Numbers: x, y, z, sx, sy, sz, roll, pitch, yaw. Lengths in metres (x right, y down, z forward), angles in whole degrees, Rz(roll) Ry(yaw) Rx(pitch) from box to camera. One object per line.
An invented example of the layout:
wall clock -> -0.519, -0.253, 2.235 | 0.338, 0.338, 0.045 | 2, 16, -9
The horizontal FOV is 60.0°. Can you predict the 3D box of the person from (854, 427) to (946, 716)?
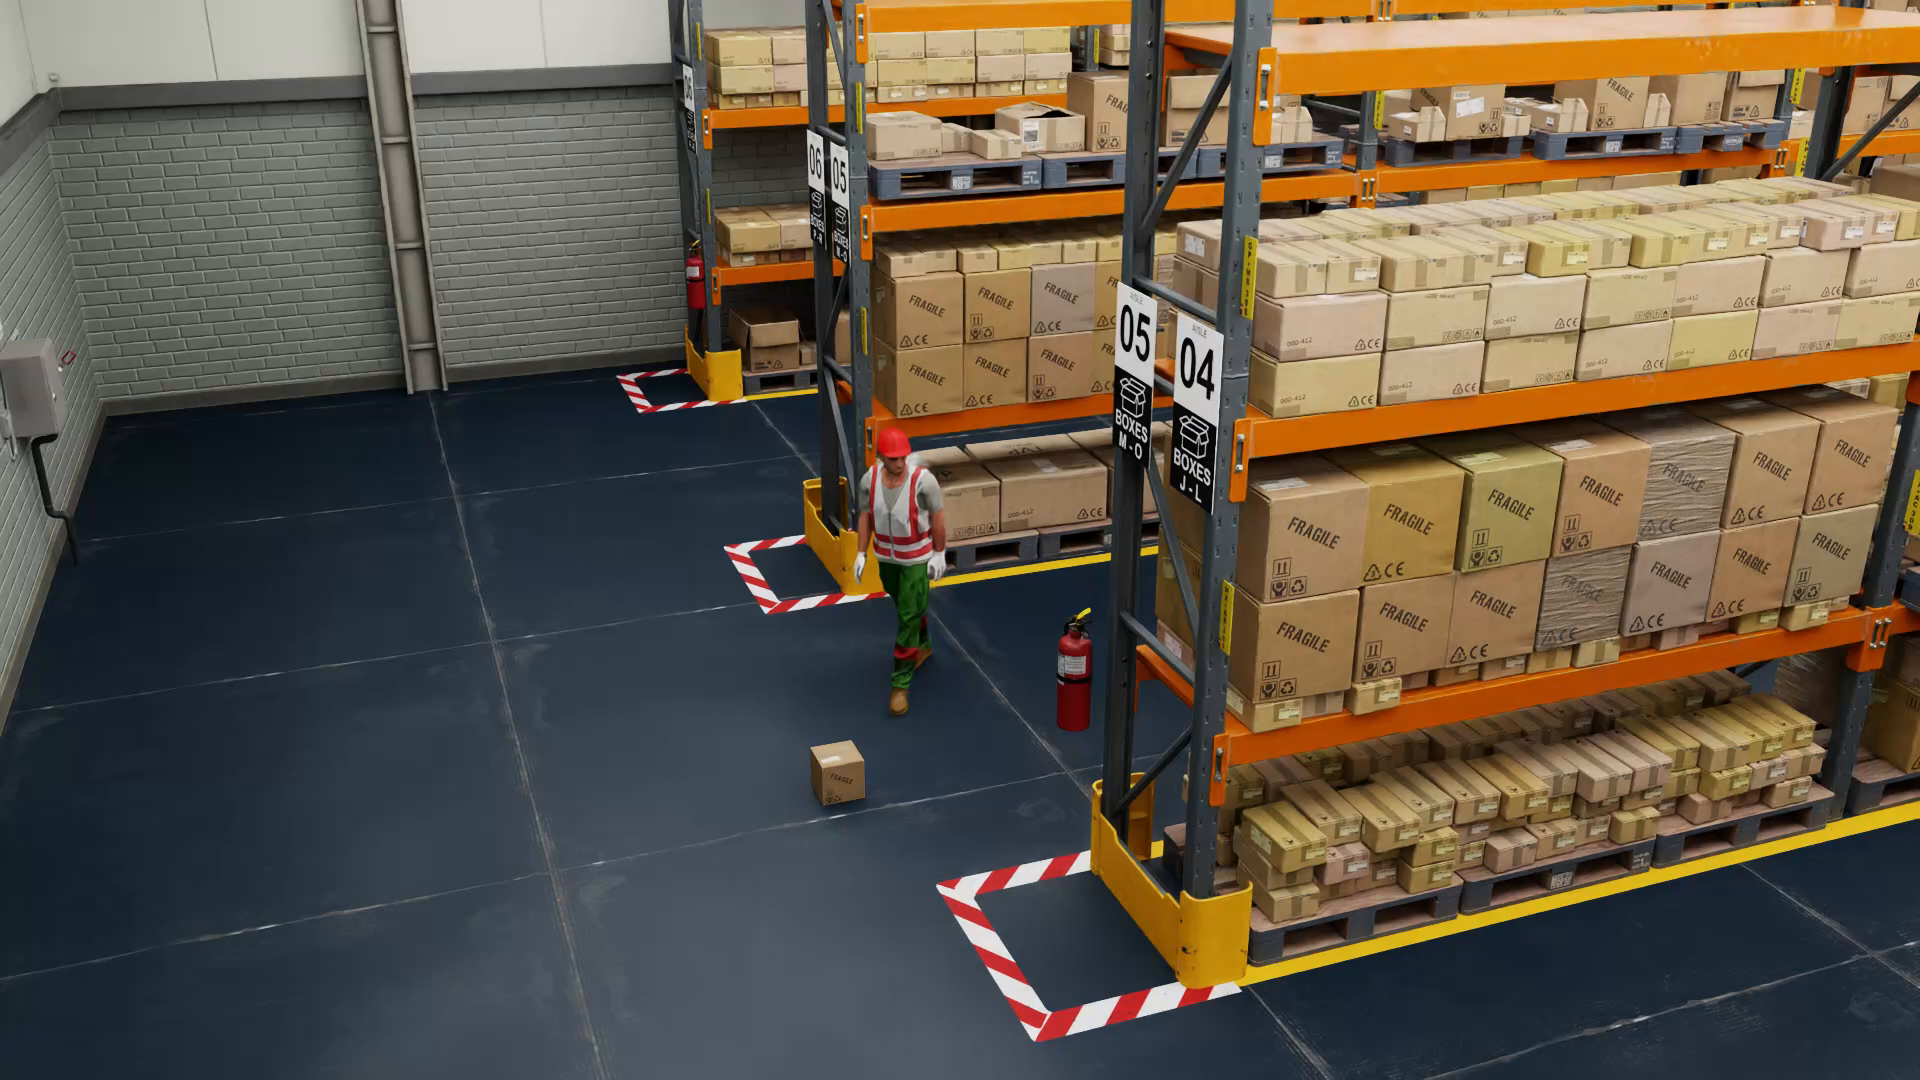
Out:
person -> -0.384, 0.118, 10.507 | 0.550, 1.765, 0.840 | 11, 25, 25
